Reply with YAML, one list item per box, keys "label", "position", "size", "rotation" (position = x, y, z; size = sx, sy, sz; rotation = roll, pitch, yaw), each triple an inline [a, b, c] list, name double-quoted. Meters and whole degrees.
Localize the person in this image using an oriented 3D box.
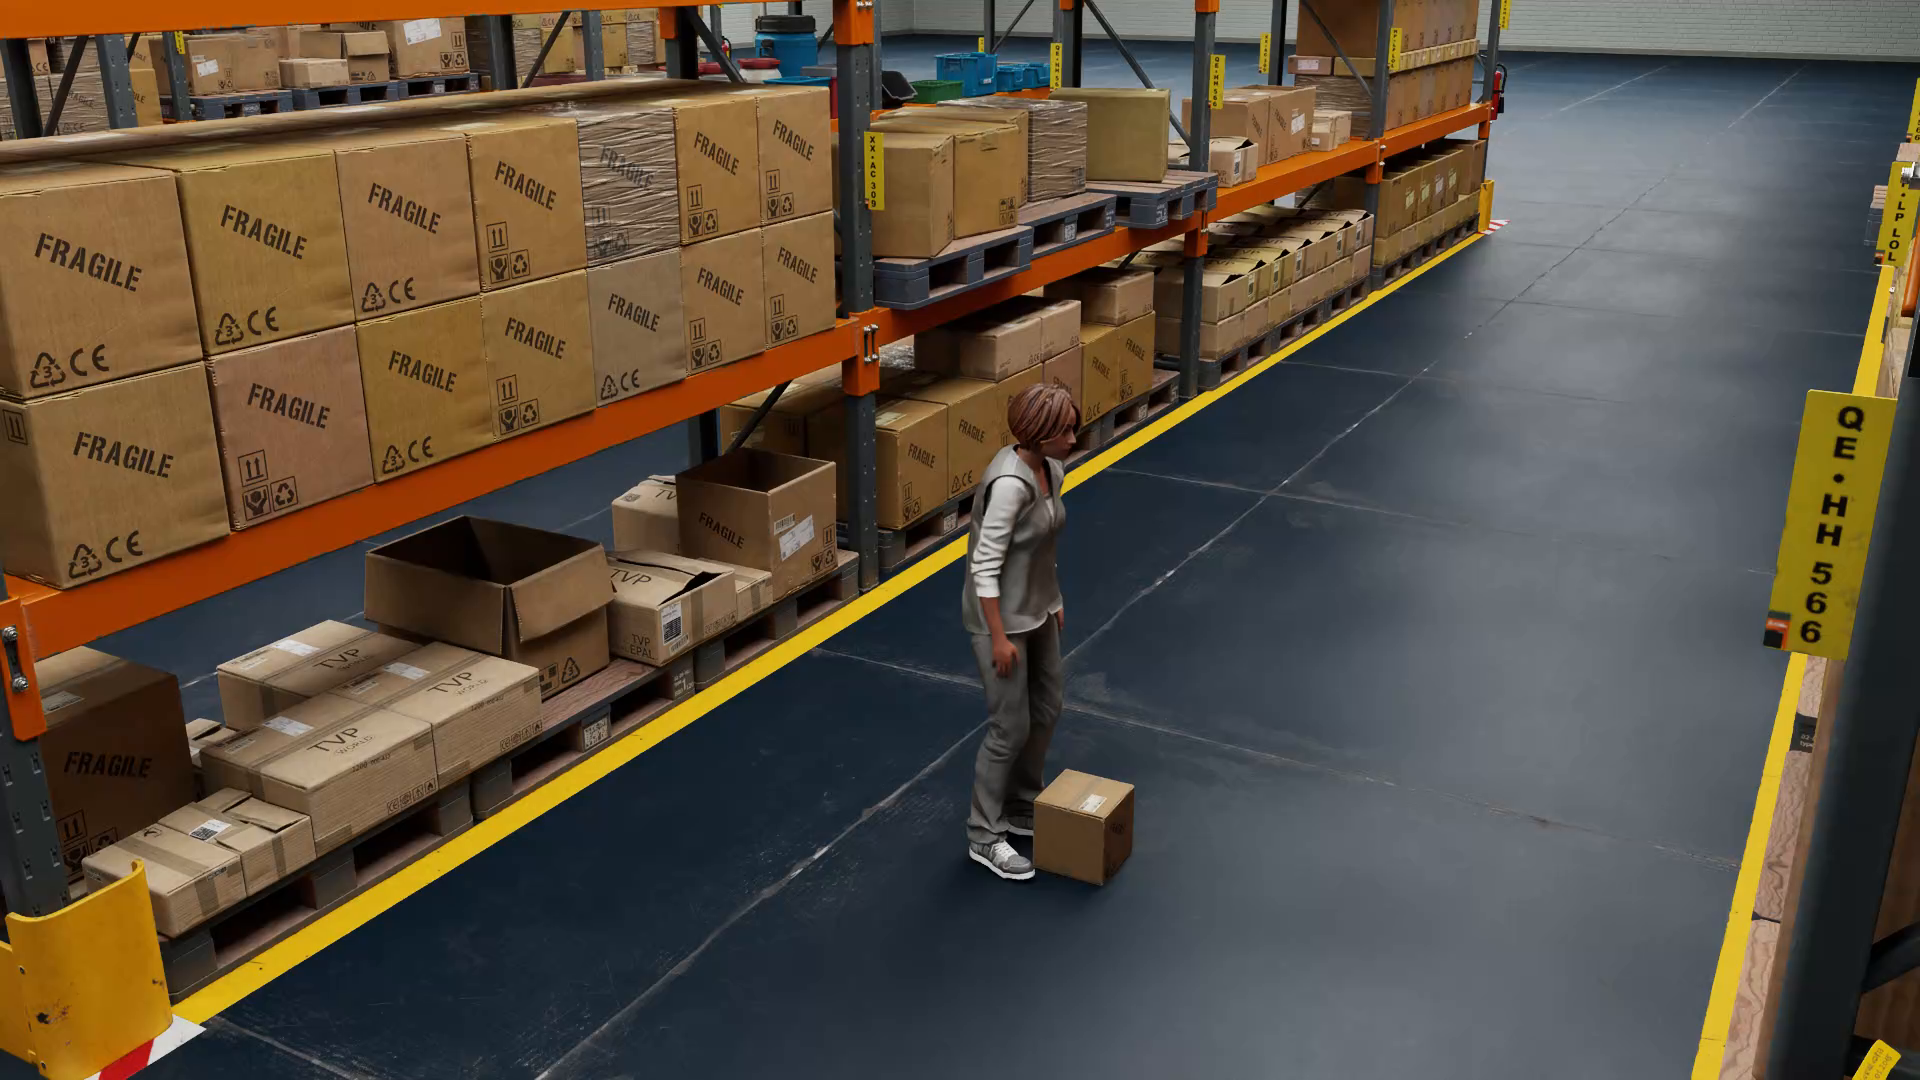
- label: "person"
  position: [0.202, 0.272, 5.328]
  size: [0.366, 1.593, 0.472]
  rotation: [10, 22, 26]
